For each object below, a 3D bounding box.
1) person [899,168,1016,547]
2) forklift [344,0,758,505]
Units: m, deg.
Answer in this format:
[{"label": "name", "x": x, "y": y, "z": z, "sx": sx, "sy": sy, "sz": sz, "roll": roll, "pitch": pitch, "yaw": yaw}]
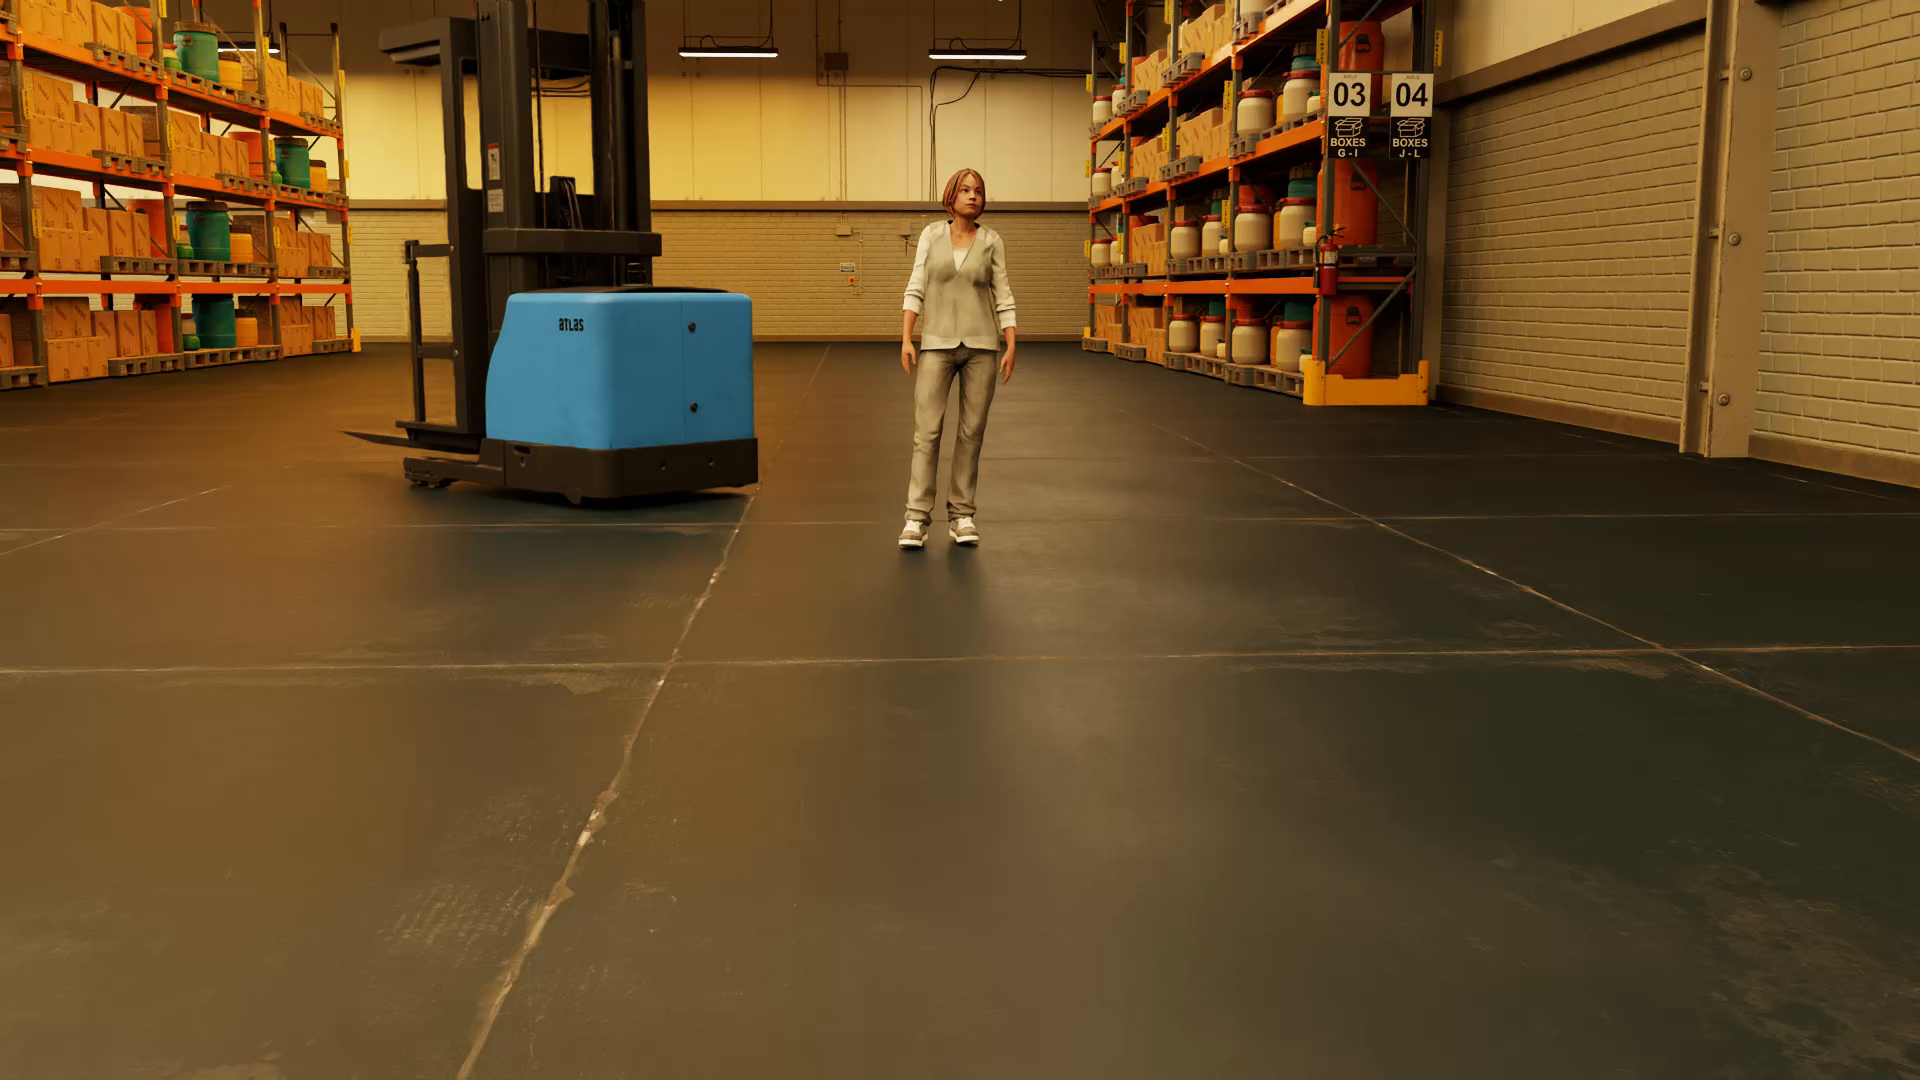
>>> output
[{"label": "person", "x": -0.009, "y": -0.786, "z": 7.118, "sx": 0.521, "sy": 1.596, "sz": 0.475, "roll": -1, "pitch": 8, "yaw": -4}, {"label": "forklift", "x": -2.498, "y": -1.785, "z": 9.352, "sx": 3.031, "sy": 2.935, "sz": 1.130, "roll": 8, "pitch": 12, "yaw": 43}]
